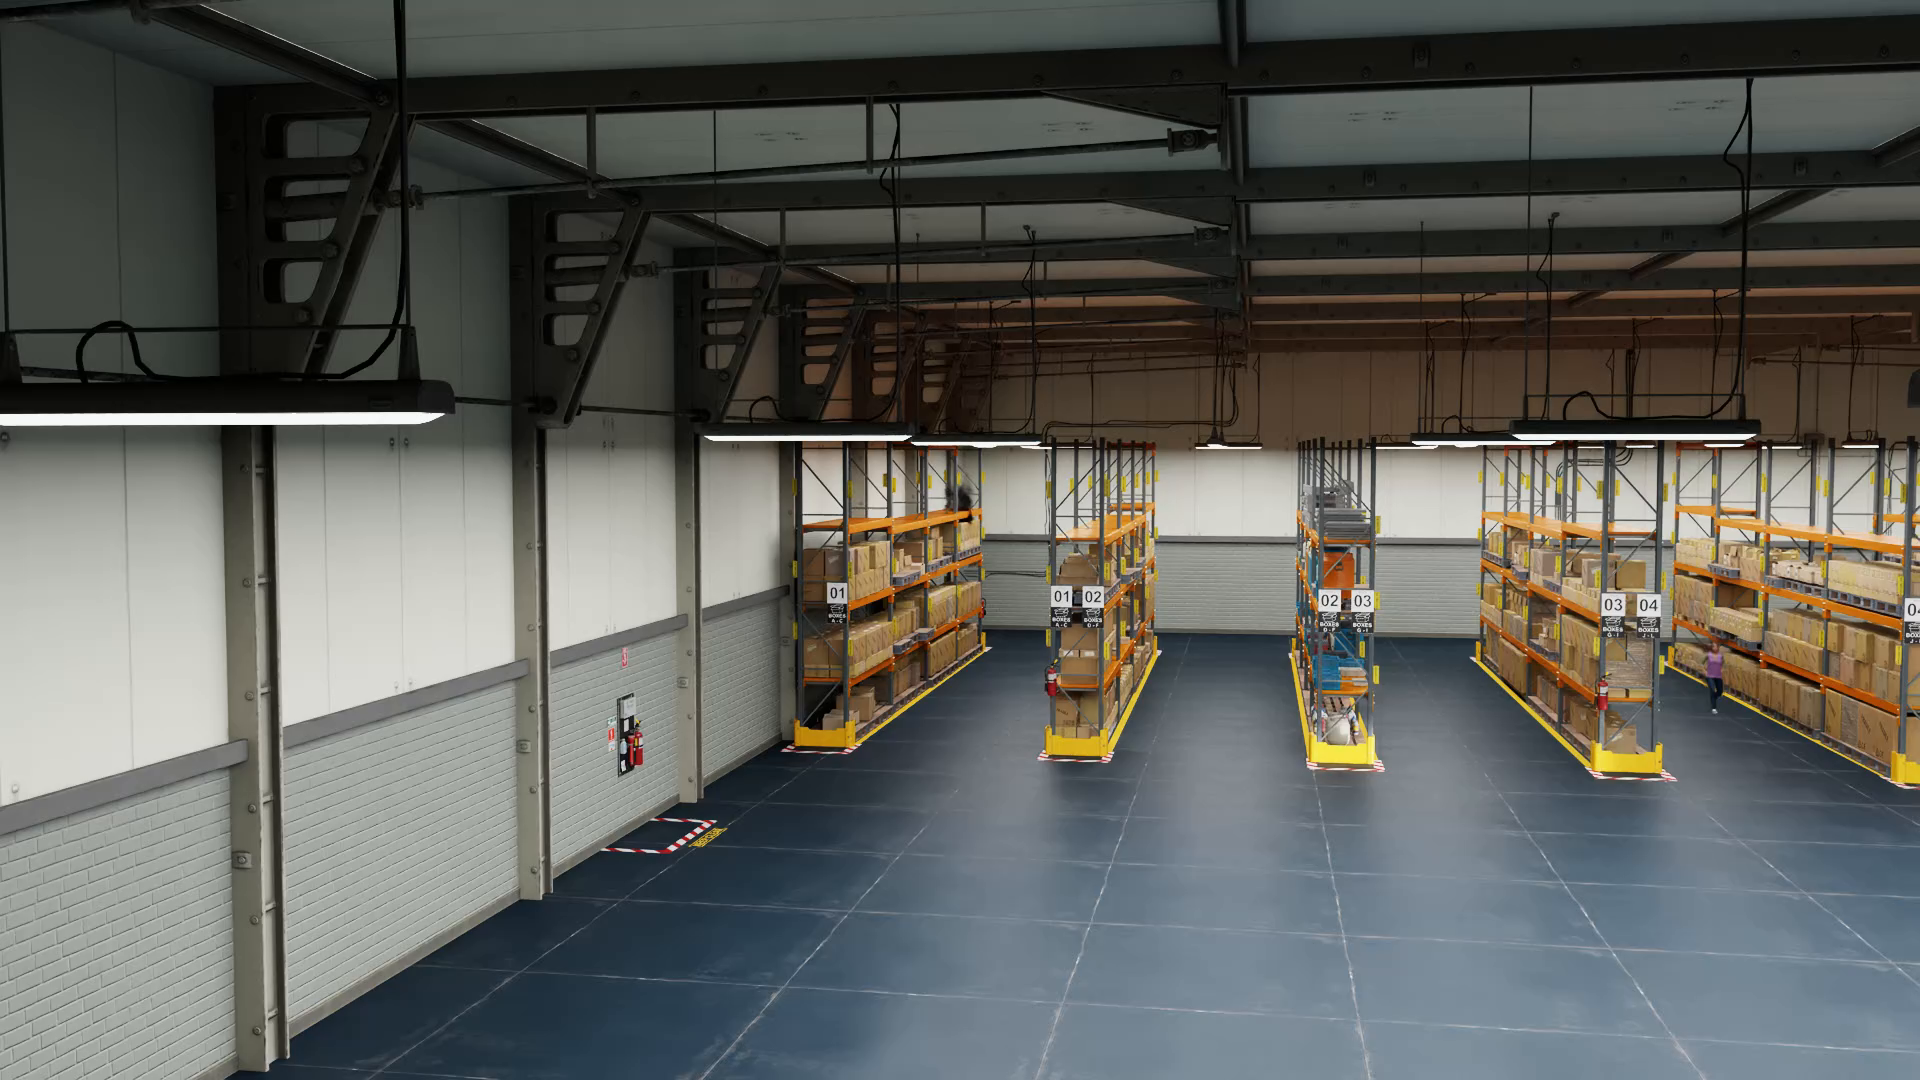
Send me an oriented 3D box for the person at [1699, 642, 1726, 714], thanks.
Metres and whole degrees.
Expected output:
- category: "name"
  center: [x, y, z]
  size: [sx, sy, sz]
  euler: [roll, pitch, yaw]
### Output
- category: "person"
  center: [16.527, 3.012, 36.494]
  size: [0.542, 1.553, 0.680]
  euler: [1, 3, 11]
